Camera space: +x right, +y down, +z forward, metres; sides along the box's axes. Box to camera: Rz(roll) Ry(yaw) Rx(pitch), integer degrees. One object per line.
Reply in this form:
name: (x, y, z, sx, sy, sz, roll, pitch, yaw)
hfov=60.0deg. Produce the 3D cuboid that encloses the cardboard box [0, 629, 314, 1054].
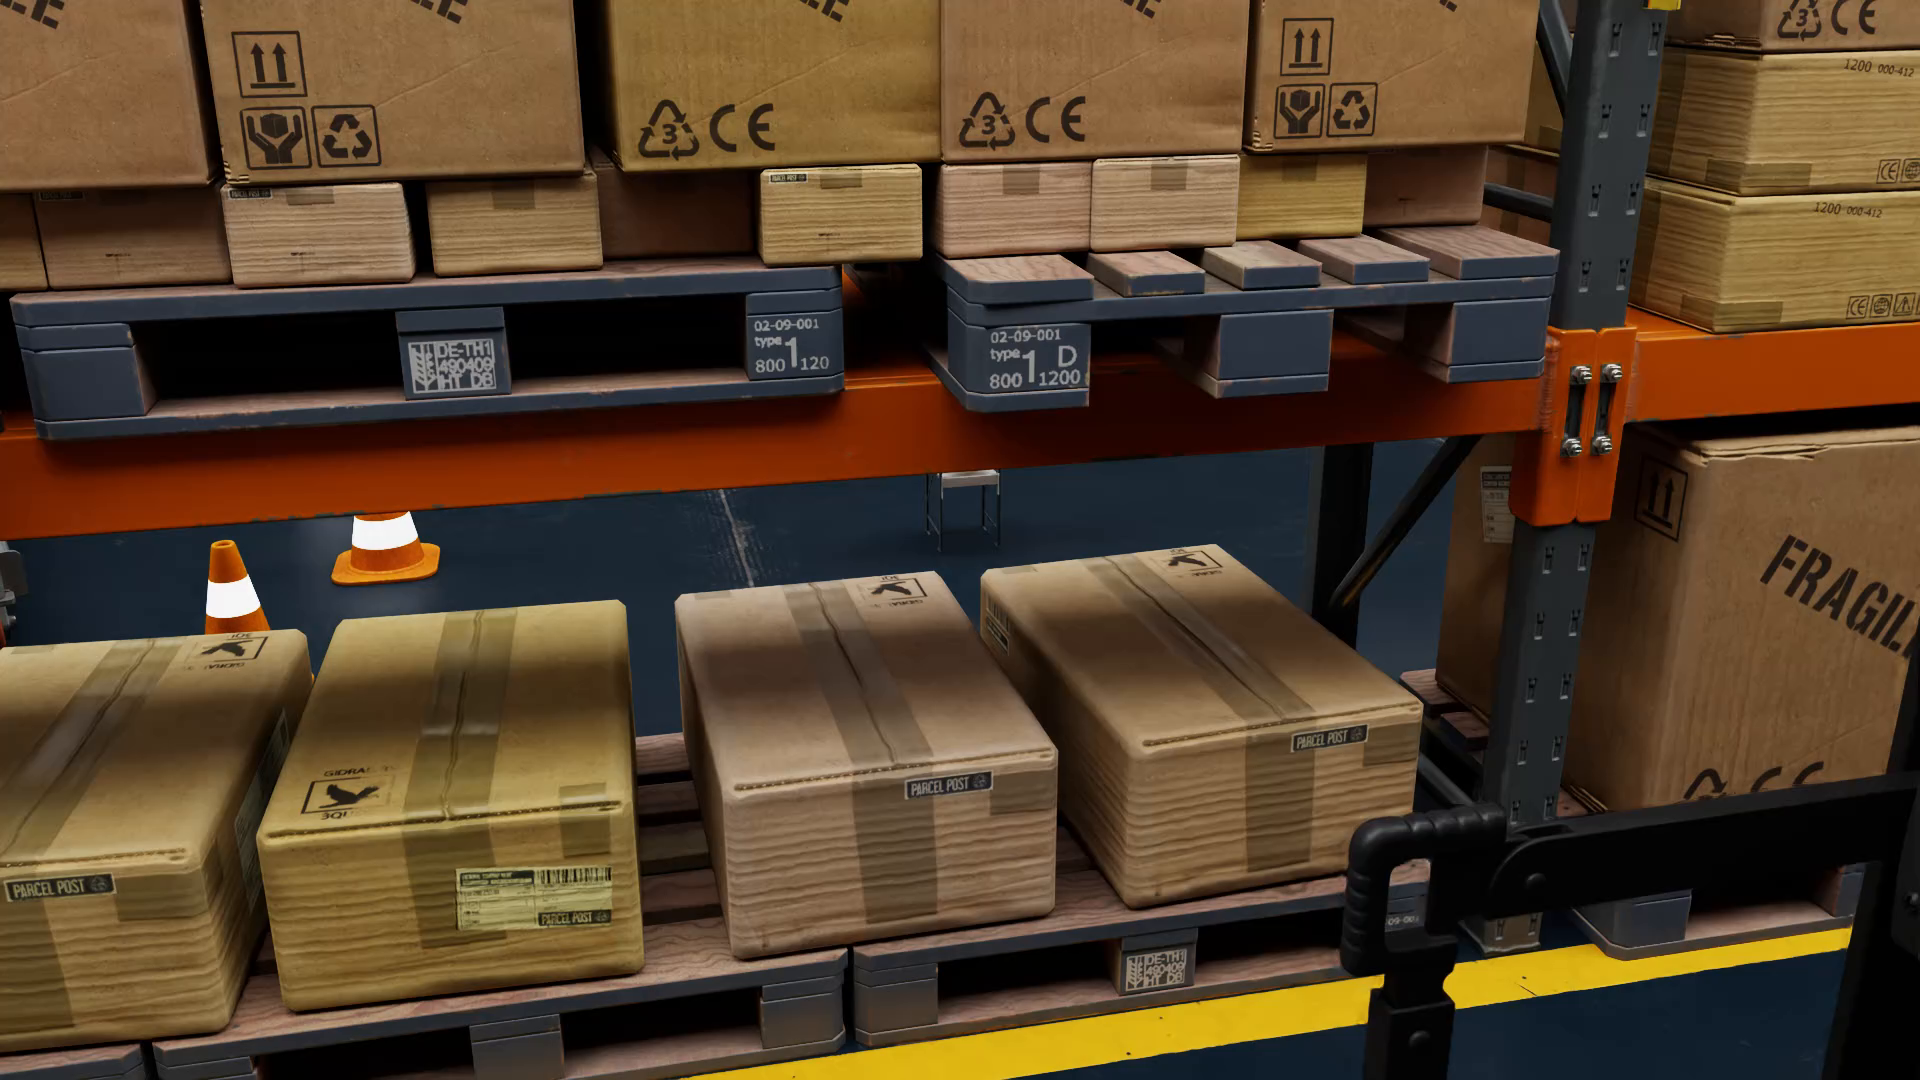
cardboard box: (-1.649, 0.539, 3.191, 0.625, 0.372, 0.950, -3, 20, -9)

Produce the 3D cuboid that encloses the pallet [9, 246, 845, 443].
pallet: (-0.882, -0.453, 2.970, 1.213, 0.211, 1.003, -5, 21, -12)

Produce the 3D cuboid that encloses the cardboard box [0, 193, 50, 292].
cardboard box: (-1.484, -0.485, 2.534, 0.250, 0.149, 0.380, -4, 21, -12)

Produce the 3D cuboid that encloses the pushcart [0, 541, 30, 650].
pushcart: (-3.431, 0.075, 5.061, 0.936, 0.377, 1.648, -13, 24, -31)

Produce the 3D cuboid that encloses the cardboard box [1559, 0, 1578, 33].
cardboard box: (1.478, -1.359, 3.563, 0.500, 0.500, 0.500, -5, 21, -14)

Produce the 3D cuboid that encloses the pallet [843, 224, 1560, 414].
pallet: (0.366, -0.531, 3.183, 1.003, 0.211, 1.213, -5, 21, -12)

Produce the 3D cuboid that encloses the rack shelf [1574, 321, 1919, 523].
rack shelf: (2.981, -0.534, 3.958, 4.000, 0.370, 1.077, -5, 21, -12)

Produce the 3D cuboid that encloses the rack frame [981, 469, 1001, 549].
rack frame: (0.107, -0.431, 5.684, 0.006, 0.900, 0.240, -5, 21, -12)

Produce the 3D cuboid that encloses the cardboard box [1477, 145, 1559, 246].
cardboard box: (1.467, -0.770, 3.774, 0.500, 0.250, 0.500, -5, 21, -14)

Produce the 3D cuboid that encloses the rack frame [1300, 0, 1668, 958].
rack frame: (1.035, -0.714, 3.402, 0.127, 3.000, 1.000, -5, 21, -12)

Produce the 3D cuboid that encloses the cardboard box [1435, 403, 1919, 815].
cardboard box: (1.726, 0.060, 3.768, 0.875, 0.875, 0.875, -5, 21, -13)

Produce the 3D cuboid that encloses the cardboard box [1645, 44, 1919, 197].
cardboard box: (1.585, -0.835, 3.225, 0.500, 0.250, 0.500, -5, 21, -13)

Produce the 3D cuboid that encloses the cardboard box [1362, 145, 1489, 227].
cardboard box: (0.770, -0.688, 3.087, 0.250, 0.149, 0.380, -4, 20, -10)

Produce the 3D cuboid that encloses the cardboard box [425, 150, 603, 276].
cardboard box: (-0.719, -0.539, 2.680, 0.250, 0.149, 0.380, -5, 21, -14)

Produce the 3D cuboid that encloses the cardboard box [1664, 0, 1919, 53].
cardboard box: (1.571, -1.187, 3.096, 0.500, 0.500, 0.500, -5, 21, -14)

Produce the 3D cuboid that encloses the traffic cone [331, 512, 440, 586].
traffic cone: (-1.921, -0.130, 5.498, 0.334, 0.463, 0.336, -5, 21, -12)

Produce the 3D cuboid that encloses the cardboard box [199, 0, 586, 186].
cardboard box: (-0.866, -0.841, 2.560, 0.500, 0.500, 0.500, -6, 21, -15)

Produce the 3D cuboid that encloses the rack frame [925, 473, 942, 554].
rack frame: (-0.091, -0.415, 5.640, 0.006, 0.900, 0.240, -5, 21, -12)

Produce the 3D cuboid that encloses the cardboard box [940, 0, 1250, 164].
cardboard box: (0.156, -0.924, 2.787, 0.500, 0.500, 0.500, -5, 21, -13)

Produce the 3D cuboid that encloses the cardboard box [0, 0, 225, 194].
cardboard box: (-1.364, -0.796, 2.439, 0.500, 0.500, 0.500, -5, 21, -13)

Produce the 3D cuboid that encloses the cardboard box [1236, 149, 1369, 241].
cardboard box: (0.526, -0.643, 2.963, 0.250, 0.149, 0.380, -4, 21, -12)

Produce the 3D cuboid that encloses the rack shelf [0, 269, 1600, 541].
rack shelf: (-0.911, -0.218, 3.093, 4.000, 0.370, 1.077, -5, 21, -12)

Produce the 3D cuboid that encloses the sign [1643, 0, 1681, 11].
sign: (1.169, -1.039, 2.722, 0.005, 0.325, 0.100, -5, 21, -12)

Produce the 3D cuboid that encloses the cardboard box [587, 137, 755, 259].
cardboard box: (-0.494, -0.586, 2.809, 0.250, 0.149, 0.380, -4, 21, -12)

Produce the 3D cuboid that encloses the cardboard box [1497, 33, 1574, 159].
cardboard box: (1.448, -1.001, 3.678, 0.500, 0.250, 0.500, -5, 21, -13)

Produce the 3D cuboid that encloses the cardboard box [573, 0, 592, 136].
cardboard box: (-0.477, -1.051, 3.136, 0.500, 0.500, 0.500, -4, 21, -12)

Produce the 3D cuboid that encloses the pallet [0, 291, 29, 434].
pallet: (-2.080, -0.319, 2.603, 1.213, 0.211, 1.003, -5, 21, -12)

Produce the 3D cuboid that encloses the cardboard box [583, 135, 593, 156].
cardboard box: (-0.639, -0.717, 3.164, 0.250, 0.149, 0.380, -4, 20, -10)

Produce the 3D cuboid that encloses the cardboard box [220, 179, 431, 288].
cardboard box: (-0.972, -0.508, 2.595, 0.250, 0.149, 0.380, -4, 20, -10)

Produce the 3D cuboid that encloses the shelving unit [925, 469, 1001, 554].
shelving unit: (0.008, -0.423, 5.662, 0.210, 0.900, 0.258, -5, 21, -12)

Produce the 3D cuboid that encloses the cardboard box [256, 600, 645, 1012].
cardboard box: (-0.973, 0.484, 3.343, 0.625, 0.372, 0.950, -4, 20, -11)

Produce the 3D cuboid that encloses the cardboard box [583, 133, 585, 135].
cardboard box: (-0.965, -1.014, 3.035, 0.500, 0.500, 0.500, -5, 21, -15)

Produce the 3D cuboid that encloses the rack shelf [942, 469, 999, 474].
rack shelf: (0.008, -0.307, 5.704, 0.200, 0.077, 0.258, -5, 21, -12)

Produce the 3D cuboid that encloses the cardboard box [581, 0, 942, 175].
cardboard box: (-0.335, -0.883, 2.677, 0.500, 0.500, 0.500, -6, 21, -16)

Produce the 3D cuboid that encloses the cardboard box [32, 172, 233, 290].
cardboard box: (-1.243, -0.504, 2.585, 0.250, 0.149, 0.380, -4, 21, -12)

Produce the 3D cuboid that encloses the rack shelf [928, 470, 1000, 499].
rack shelf: (0.008, -0.223, 5.735, 0.200, 0.077, 0.258, -5, 21, -12)

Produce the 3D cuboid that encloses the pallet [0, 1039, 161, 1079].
pallet: (-2.100, 0.850, 3.187, 1.213, 0.211, 1.003, -5, 21, -12)

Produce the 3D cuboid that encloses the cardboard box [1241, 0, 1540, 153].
cardboard box: (0.657, -0.968, 2.909, 0.500, 0.500, 0.500, -5, 21, -14)

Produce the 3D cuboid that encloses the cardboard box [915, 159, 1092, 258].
cardboard box: (0.044, -0.591, 2.820, 0.250, 0.149, 0.380, -6, 21, -15)

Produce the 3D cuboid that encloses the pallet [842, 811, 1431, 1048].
pallet: (0.274, 0.657, 3.714, 1.213, 0.211, 1.003, -5, 21, -12)

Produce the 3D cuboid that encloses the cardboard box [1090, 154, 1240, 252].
cardboard box: (0.291, -0.608, 2.867, 0.250, 0.149, 0.380, -5, 21, -13)

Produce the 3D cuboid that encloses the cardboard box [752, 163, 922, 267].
cardboard box: (-0.220, -0.564, 2.748, 0.250, 0.149, 0.380, -4, 21, -12)

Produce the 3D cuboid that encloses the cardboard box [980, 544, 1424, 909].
cardboard box: (0.483, 0.364, 3.669, 0.625, 0.372, 0.950, -6, 21, -16)

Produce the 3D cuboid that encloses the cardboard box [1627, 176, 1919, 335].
cardboard box: (1.569, -0.598, 3.303, 0.500, 0.250, 0.500, -5, 21, -13)
